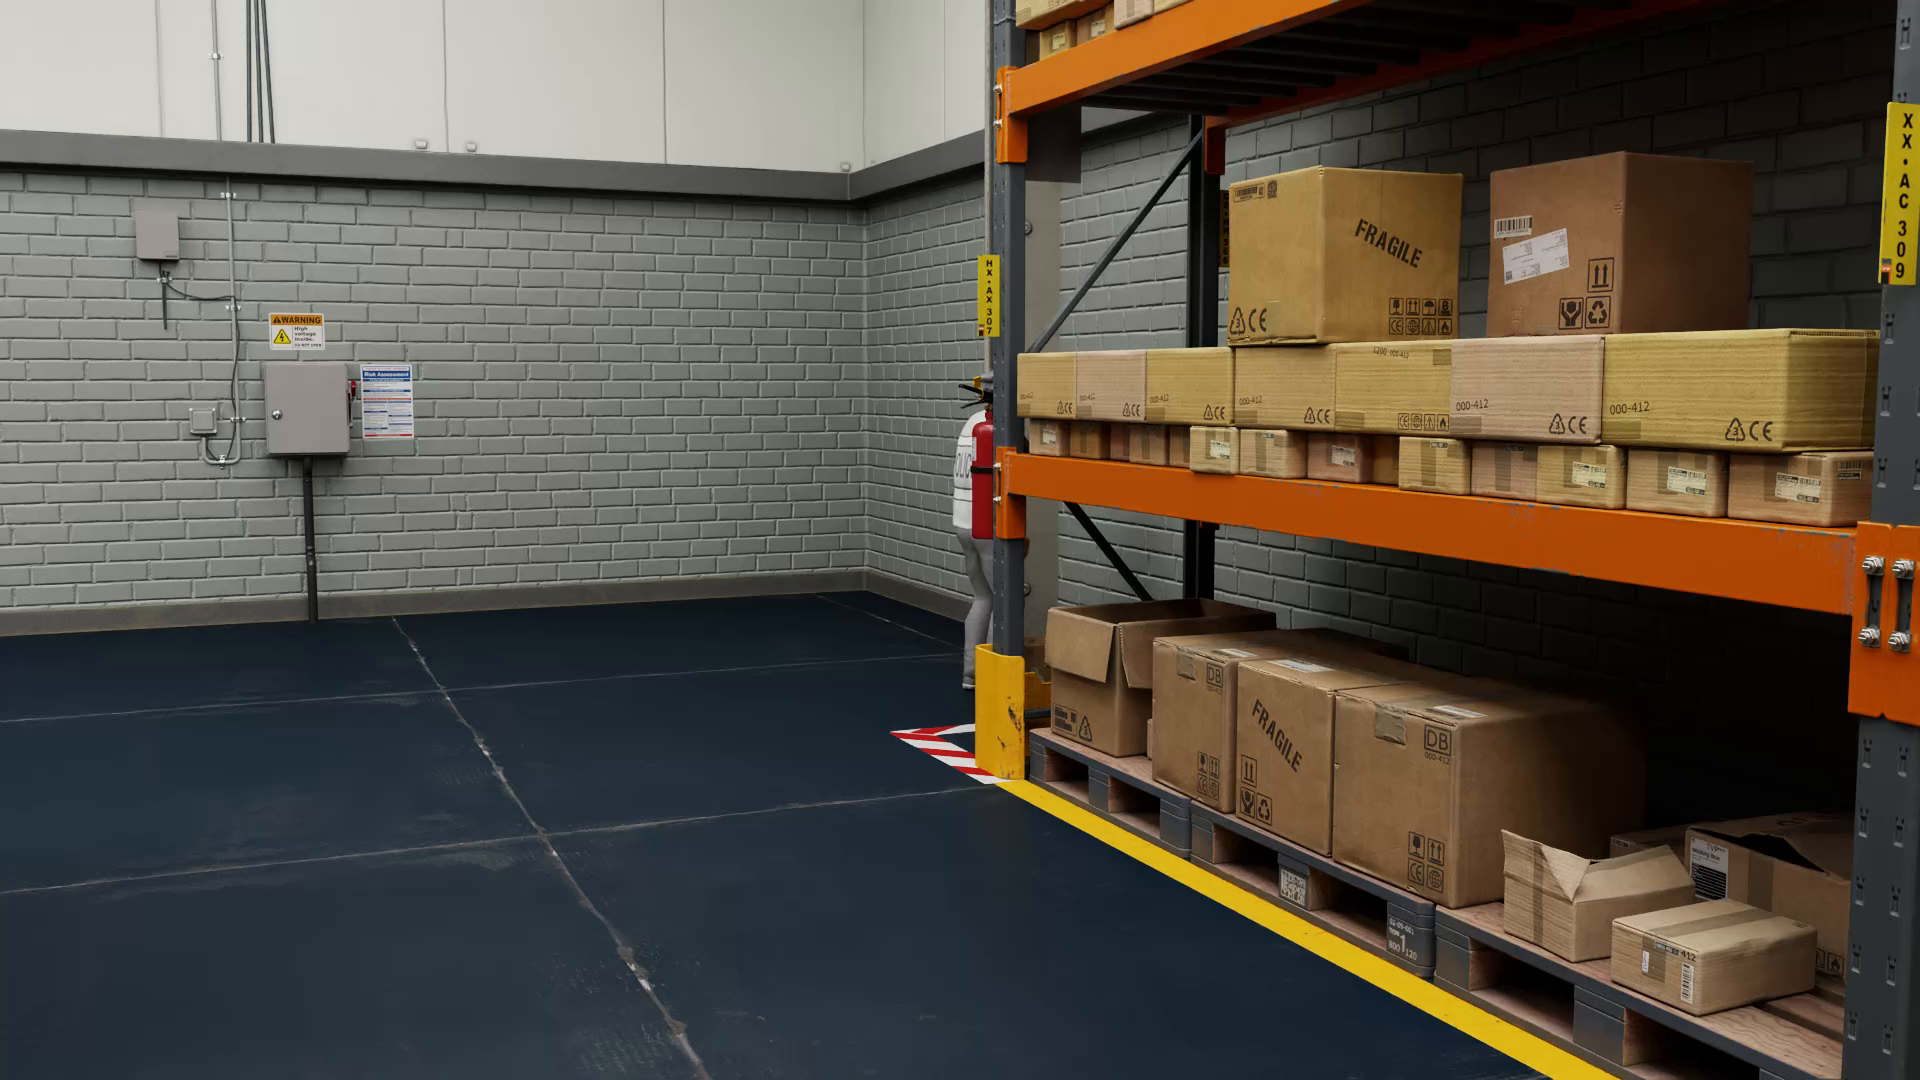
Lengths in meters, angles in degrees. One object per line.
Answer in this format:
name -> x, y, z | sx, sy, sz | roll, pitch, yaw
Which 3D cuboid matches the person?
person -> 0.182, -0.044, 8.461 | 0.394, 1.659, 0.527 | -3, 6, -26
